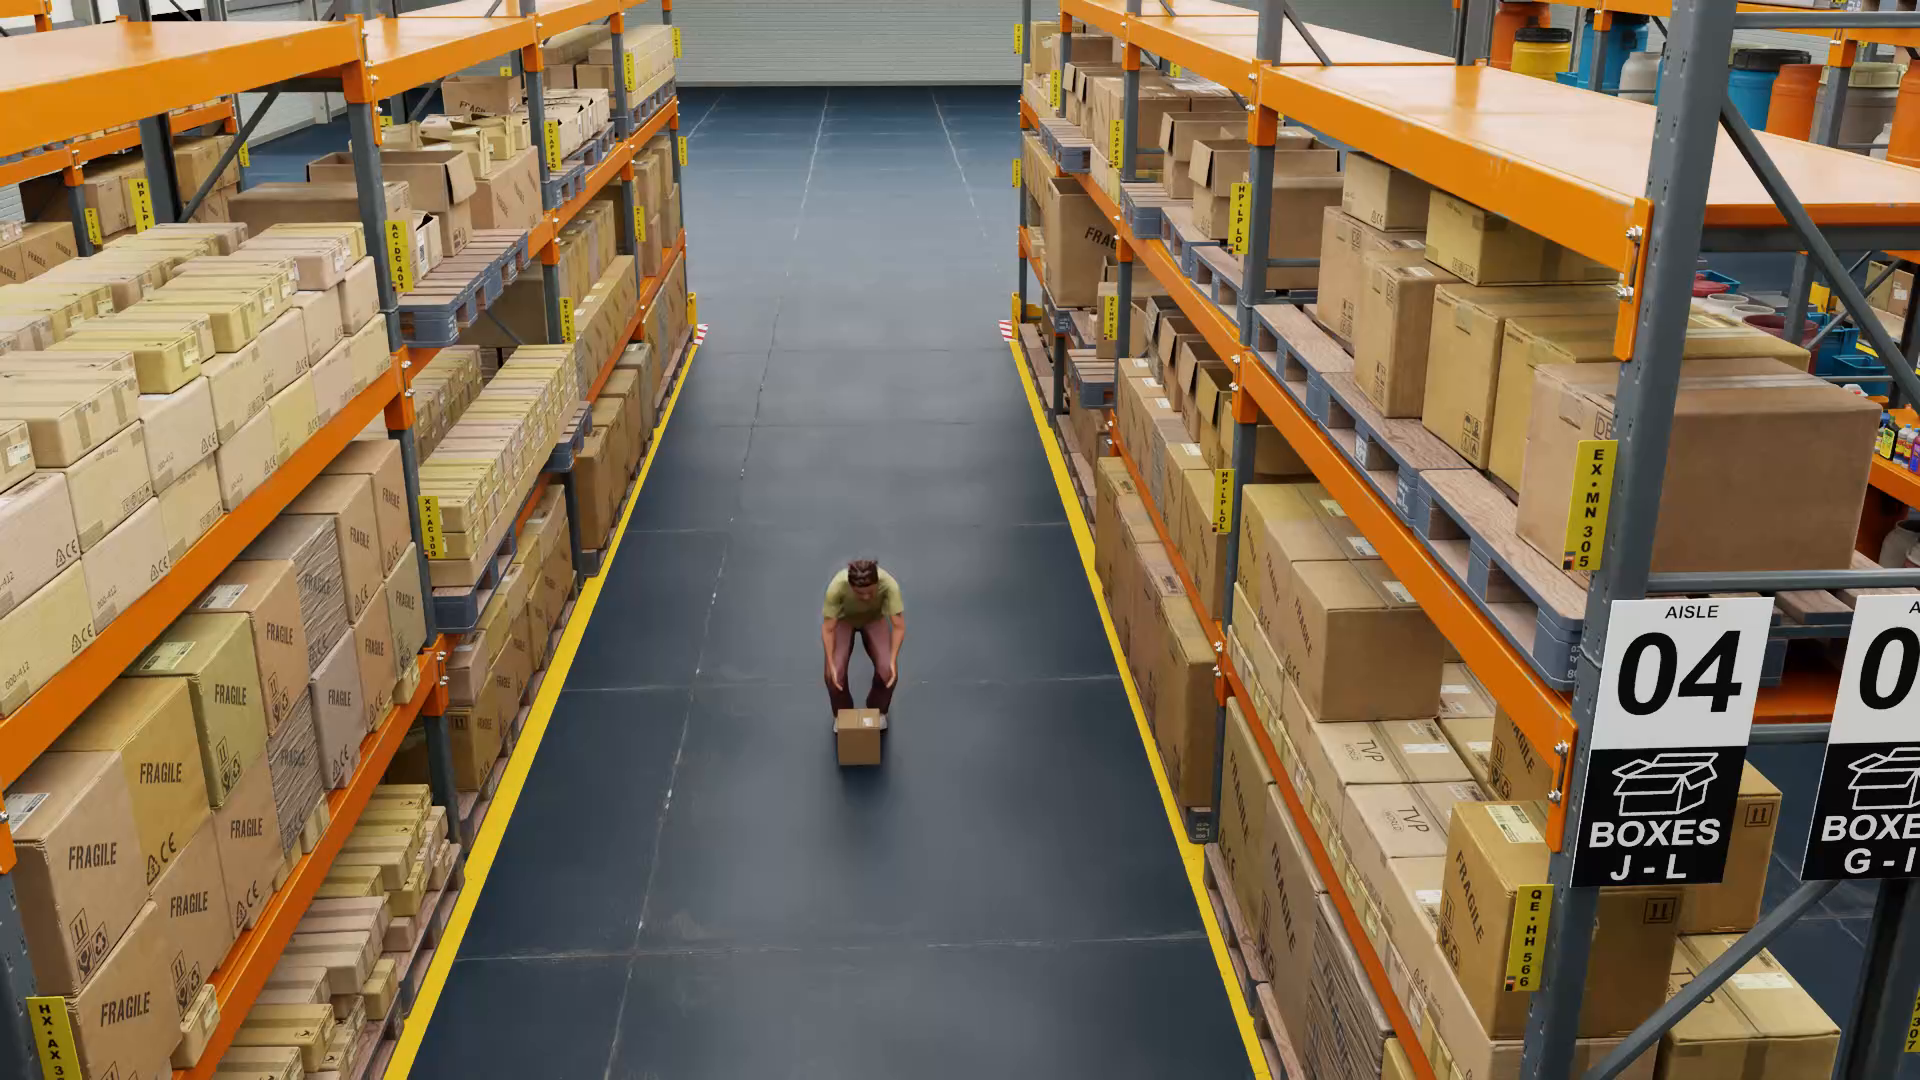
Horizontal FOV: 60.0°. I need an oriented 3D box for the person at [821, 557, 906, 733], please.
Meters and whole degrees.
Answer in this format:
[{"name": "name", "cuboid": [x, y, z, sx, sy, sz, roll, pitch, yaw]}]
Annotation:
[{"name": "person", "cuboid": [-0.585, 0.596, 10.144, 0.508, 1.216, 0.719, -1, 21, -3]}]
